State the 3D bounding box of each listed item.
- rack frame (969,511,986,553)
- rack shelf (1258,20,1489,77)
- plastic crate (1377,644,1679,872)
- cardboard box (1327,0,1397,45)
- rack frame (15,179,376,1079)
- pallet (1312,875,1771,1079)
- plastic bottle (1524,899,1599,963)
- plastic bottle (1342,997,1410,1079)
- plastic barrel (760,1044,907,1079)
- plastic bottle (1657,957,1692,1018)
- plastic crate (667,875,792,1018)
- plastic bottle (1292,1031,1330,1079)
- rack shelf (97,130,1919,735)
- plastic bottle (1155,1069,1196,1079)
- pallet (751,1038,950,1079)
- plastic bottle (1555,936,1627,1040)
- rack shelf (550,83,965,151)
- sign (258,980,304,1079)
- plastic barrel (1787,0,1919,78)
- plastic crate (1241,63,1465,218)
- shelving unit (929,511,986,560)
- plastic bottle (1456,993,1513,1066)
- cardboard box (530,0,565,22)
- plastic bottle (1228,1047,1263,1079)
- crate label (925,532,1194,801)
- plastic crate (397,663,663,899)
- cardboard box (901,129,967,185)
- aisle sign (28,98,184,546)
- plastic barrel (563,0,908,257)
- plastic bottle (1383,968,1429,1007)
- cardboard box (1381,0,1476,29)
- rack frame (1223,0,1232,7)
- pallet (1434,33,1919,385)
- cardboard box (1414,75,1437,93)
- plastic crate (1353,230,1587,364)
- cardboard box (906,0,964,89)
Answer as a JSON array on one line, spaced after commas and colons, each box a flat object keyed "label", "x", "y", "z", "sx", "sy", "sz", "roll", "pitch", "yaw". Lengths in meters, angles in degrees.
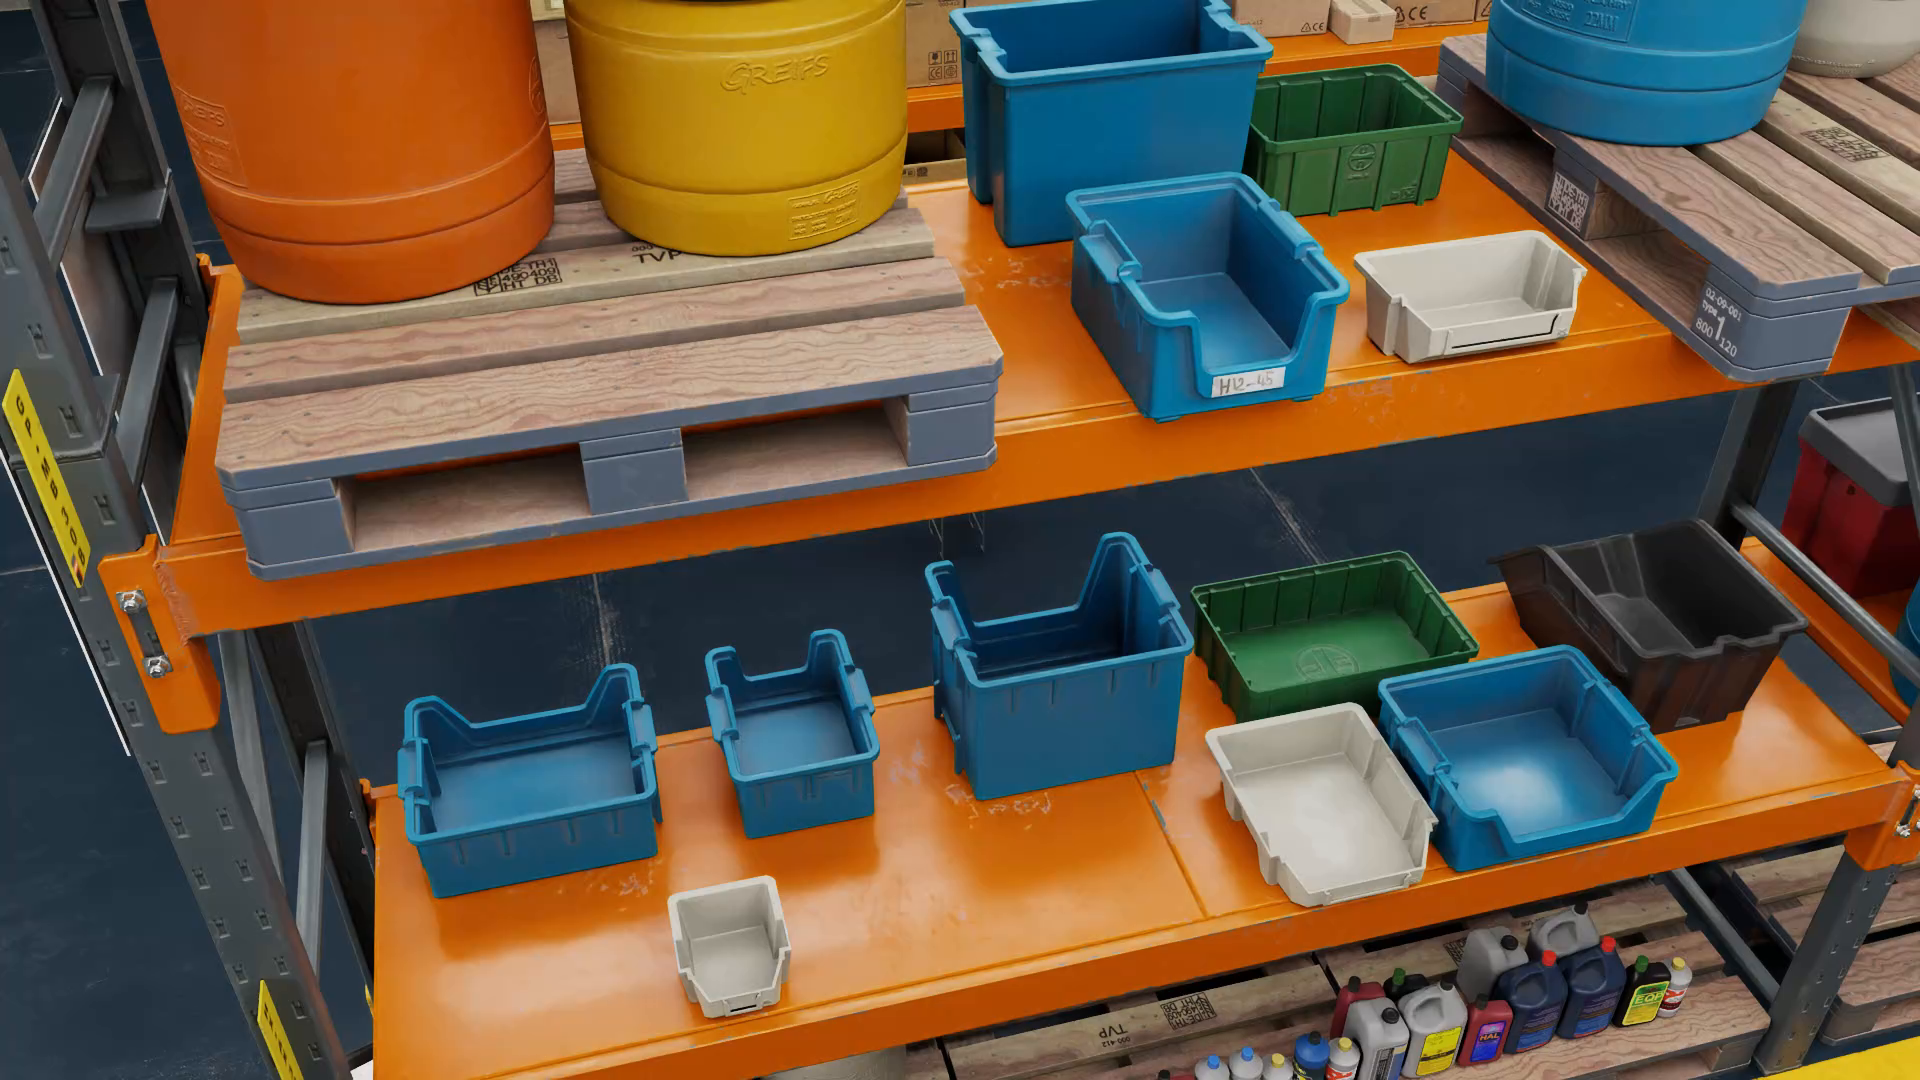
[{"label": "rack frame", "x": 0.074, "y": -0.489, "z": 6.901, "sx": 0.006, "sy": 1.200, "sz": 0.240, "roll": -9, "pitch": 38, "yaw": -12}, {"label": "rack shelf", "x": 3.041, "y": -2.785, "z": 9.014, "sx": 4.000, "sy": 0.370, "sz": 1.077, "roll": -9, "pitch": 38, "yaw": -12}, {"label": "plastic crate", "x": 1.400, "y": 0.546, "z": 4.190, "sx": 0.616, "sy": 0.251, "sz": 0.499, "roll": -9, "pitch": 38, "yaw": -12}, {"label": "cardboard box", "x": 2.019, "y": -2.674, "z": 8.484, "sx": 0.250, "sy": 0.149, "sz": 0.380, "roll": -9, "pitch": 38, "yaw": -12}, {"label": "rack frame", "x": -1.464, "y": 0.786, "z": 3.754, "sx": 0.127, "sy": 3.000, "sz": 1.000, "roll": -9, "pitch": 38, "yaw": -12}, {"label": "pallet", "x": 1.739, "y": 1.342, "z": 5.322, "sx": 1.213, "sy": 0.211, "sz": 1.003, "roll": -9, "pitch": 38, "yaw": -12}, {"label": "plastic bottle", "x": 1.814, "y": 1.216, "z": 5.009, "sx": 0.185, "sy": 0.351, "sz": 0.144, "roll": -9, "pitch": 38, "yaw": -12}, {"label": "plastic bottle", "x": 1.196, "y": 1.436, "z": 4.784, "sx": 0.135, "sy": 0.276, "sz": 0.152, "roll": -9, "pitch": 38, "yaw": -11}, {"label": "plastic barrel", "x": -0.364, "y": 1.379, "z": 4.681, "sx": 0.421, "sy": 0.512, "sz": 0.421, "roll": 0, "pitch": 37, "yaw": 0}, {"label": "plastic bottle", "x": 2.129, "y": 1.329, "z": 4.984, "sx": 0.097, "sy": 0.201, "sz": 0.097, "roll": 0, "pitch": 37, "yaw": 0}, {"label": "plastic crate", "x": -0.516, "y": 0.938, "z": 3.772, "sx": 0.250, "sy": 0.136, "sz": 0.298, "roll": -9, "pitch": 38, "yaw": -12}, {"label": "plastic bottle", "x": 0.991, "y": 1.488, "z": 4.719, "sx": 0.097, "sy": 0.271, "sz": 0.097, "roll": 0, "pitch": 37, "yaw": 0}, {"label": "rack shelf", "x": 0.467, "y": -0.436, "z": 3.475, "sx": 4.000, "sy": 0.370, "sz": 1.077, "roll": -9, "pitch": 38, "yaw": -12}, {"label": "plastic bottle", "x": 0.591, "y": 1.561, "z": 4.615, "sx": 0.133, "sy": 0.283, "sz": 0.061, "roll": -9, "pitch": 38, "yaw": -11}, {"label": "pallet", "x": -0.617, "y": 1.728, "z": 4.817, "sx": 1.213, "sy": 0.211, "sz": 1.003, "roll": -9, "pitch": 38, "yaw": -12}, {"label": "plastic bottle", "x": 1.851, "y": 1.301, "z": 4.899, "sx": 0.185, "sy": 0.351, "sz": 0.144, "roll": -10, "pitch": 39, "yaw": -13}, {"label": "rack shelf", "x": -0.821, "y": -2.151, "z": 8.185, "sx": 4.000, "sy": 0.370, "sz": 1.077, "roll": -9, "pitch": 38, "yaw": -12}, {"label": "sign", "x": -1.324, "y": 1.000, "z": 3.247, "sx": 0.005, "sy": 0.325, "sz": 0.100, "roll": -9, "pitch": 38, "yaw": -12}, {"label": "plastic barrel", "x": 1.931, "y": -1.297, "z": 3.570, "sx": 0.421, "sy": 0.512, "sz": 0.421, "roll": 0, "pitch": 37, "yaw": 0}, {"label": "plastic crate", "x": 0.804, "y": -0.865, "z": 3.617, "sx": 0.450, "sy": 0.188, "sz": 0.336, "roll": -9, "pitch": 38, "yaw": -12}, {"label": "shelving unit", "x": -0.014, "y": -0.474, "z": 6.882, "sx": 0.189, "sy": 1.200, "sz": 0.258, "roll": -9, "pitch": 38, "yaw": -12}, {"label": "plastic bottle", "x": 1.520, "y": 1.408, "z": 4.814, "sx": 0.133, "sy": 0.283, "sz": 0.061, "roll": -7, "pitch": 38, "yaw": -9}, {"label": "cardboard box", "x": -1.821, "y": -2.435, "z": 7.349, "sx": 0.250, "sy": 0.149, "sz": 0.380, "roll": -9, "pitch": 38, "yaw": -12}, {"label": "plastic bottle", "x": 0.795, "y": 1.520, "z": 4.677, "sx": 0.097, "sy": 0.271, "sz": 0.097, "roll": 0, "pitch": 37, "yaw": 0}, {"label": "crate label", "x": 0.243, "y": 0.322, "z": 4.331, "sx": 0.616, "sy": 0.435, "sz": 0.502, "roll": -9, "pitch": 38, "yaw": -12}, {"label": "plastic crate", "x": -1.058, "y": 0.590, "z": 4.132, "sx": 0.616, "sy": 0.251, "sz": 0.499, "roll": -9, "pitch": 38, "yaw": -12}, {"label": "cardboard box", "x": -0.248, "y": -1.771, "z": 8.396, "sx": 0.500, "sy": 0.500, "sz": 0.500, "roll": -9, "pitch": 38, "yaw": -12}, {"label": "aisle sign", "x": -1.611, "y": -0.409, "z": 3.177, "sx": 0.004, "sy": 0.787, "sz": 0.394, "roll": -9, "pitch": 38, "yaw": -12}, {"label": "plastic barrel", "x": -0.396, "y": -0.902, "z": 2.991, "sx": 0.600, "sy": 0.588, "sz": 0.600, "roll": 0, "pitch": 37, "yaw": 0}, {"label": "plastic bottle", "x": 1.303, "y": 1.353, "z": 4.886, "sx": 0.133, "sy": 0.283, "sz": 0.061, "roll": -9, "pitch": 38, "yaw": -12}, {"label": "cardboard box", "x": 2.365, "y": -2.989, "z": 8.606, "sx": 0.500, "sy": 0.500, "sz": 0.500, "roll": -7, "pitch": 38, "yaw": -9}, {"label": "rack frame", "x": 1.110, "y": -2.754, "z": 8.381, "sx": 0.127, "sy": 3.000, "sz": 1.000, "roll": -9, "pitch": 38, "yaw": -12}, {"label": "pallet", "x": 1.727, "y": -0.792, "z": 3.504, "sx": 1.003, "sy": 0.211, "sz": 1.213, "roll": -9, "pitch": 38, "yaw": -12}, {"label": "cardboard box", "x": 2.896, "y": -2.525, "z": 9.537, "sx": 0.500, "sy": 0.311, "sz": 0.500, "roll": -10, "pitch": 38, "yaw": -13}, {"label": "plastic crate", "x": 0.954, "y": -0.443, "z": 3.108, "sx": 0.396, "sy": 0.136, "sz": 0.243, "roll": -9, "pitch": 38, "yaw": -12}, {"label": "cardboard box", "x": -0.309, "y": -2.555, "z": 8.039, "sx": 0.500, "sy": 0.500, "sz": 0.700, "roll": -9, "pitch": 38, "yaw": -11}]
